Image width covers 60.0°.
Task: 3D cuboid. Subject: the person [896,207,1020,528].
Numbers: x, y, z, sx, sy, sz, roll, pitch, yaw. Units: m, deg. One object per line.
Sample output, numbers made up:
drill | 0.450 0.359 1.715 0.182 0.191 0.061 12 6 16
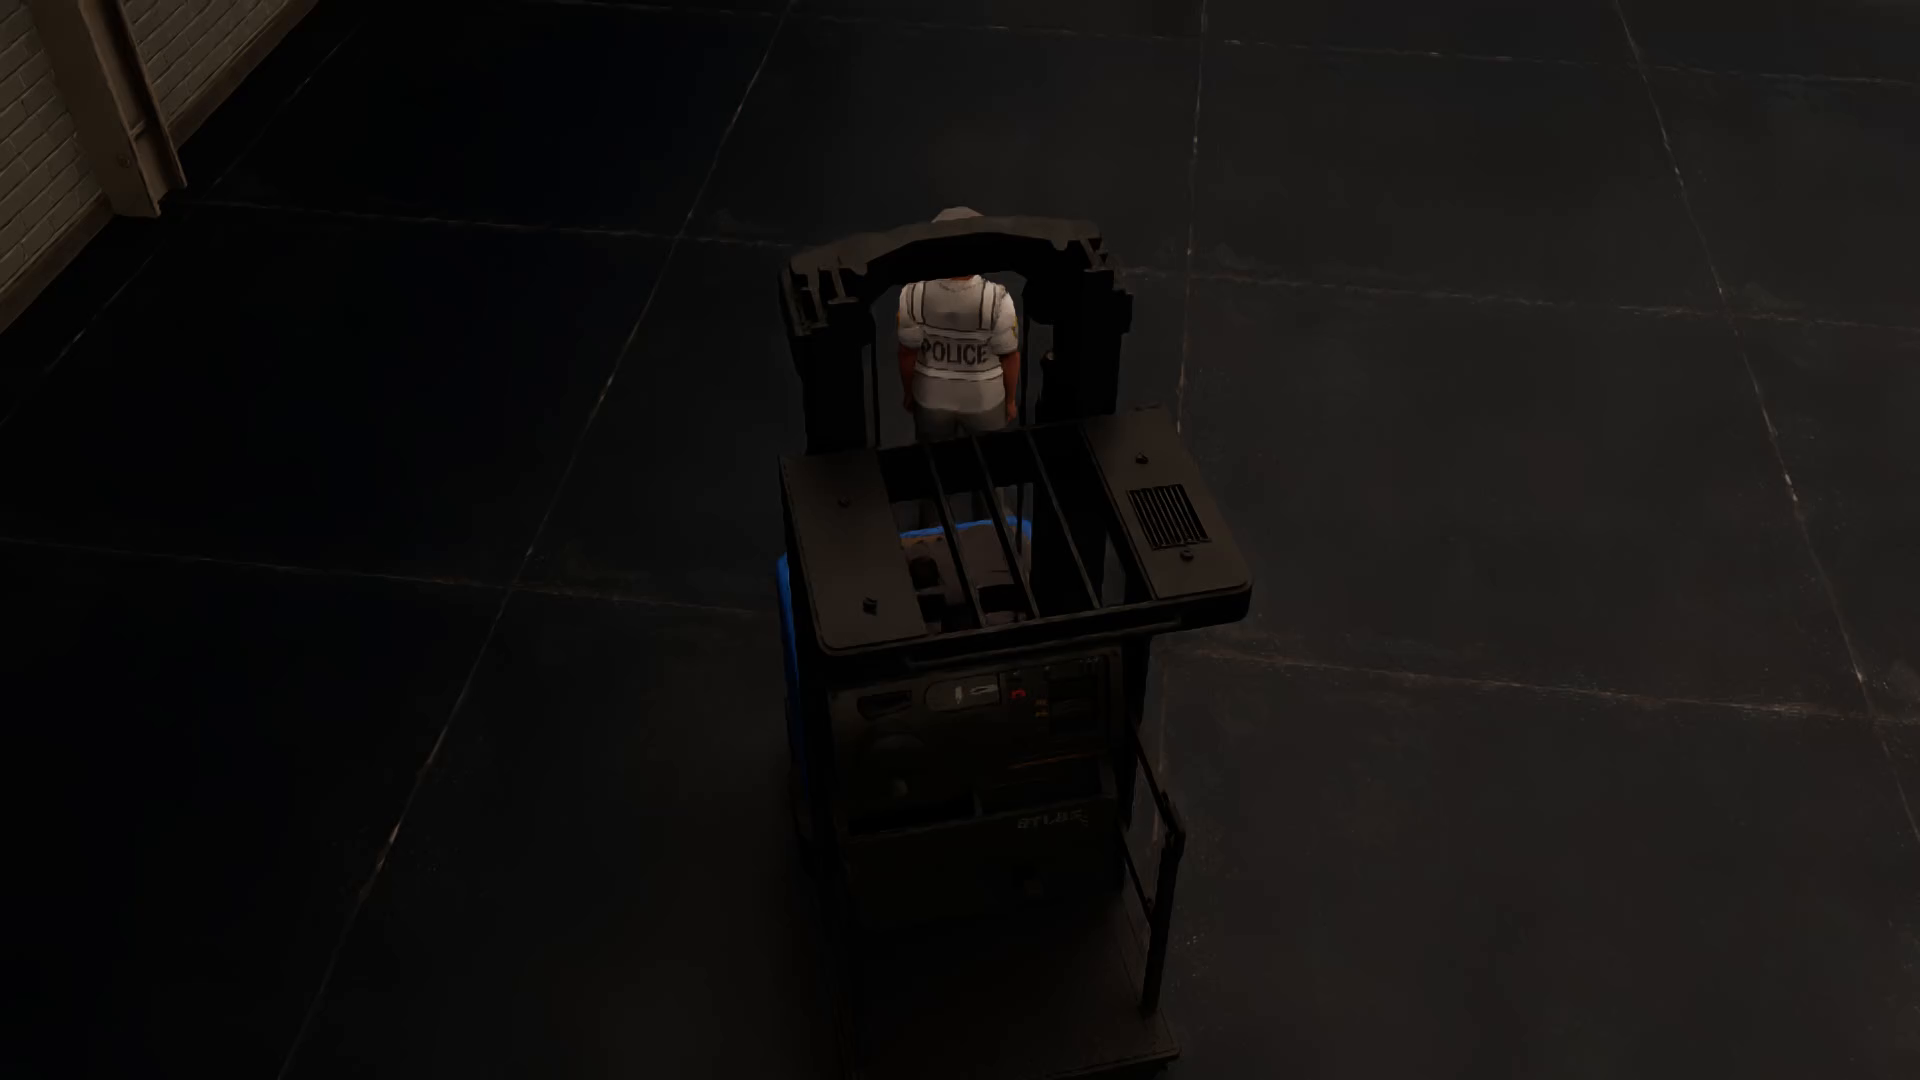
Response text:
person | 0.001 -0.663 7.304 0.523 1.773 0.396 5 43 6

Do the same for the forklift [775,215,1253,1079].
forklift | 0.105 0.649 5.018 1.130 2.935 3.031 -8 43 -9
